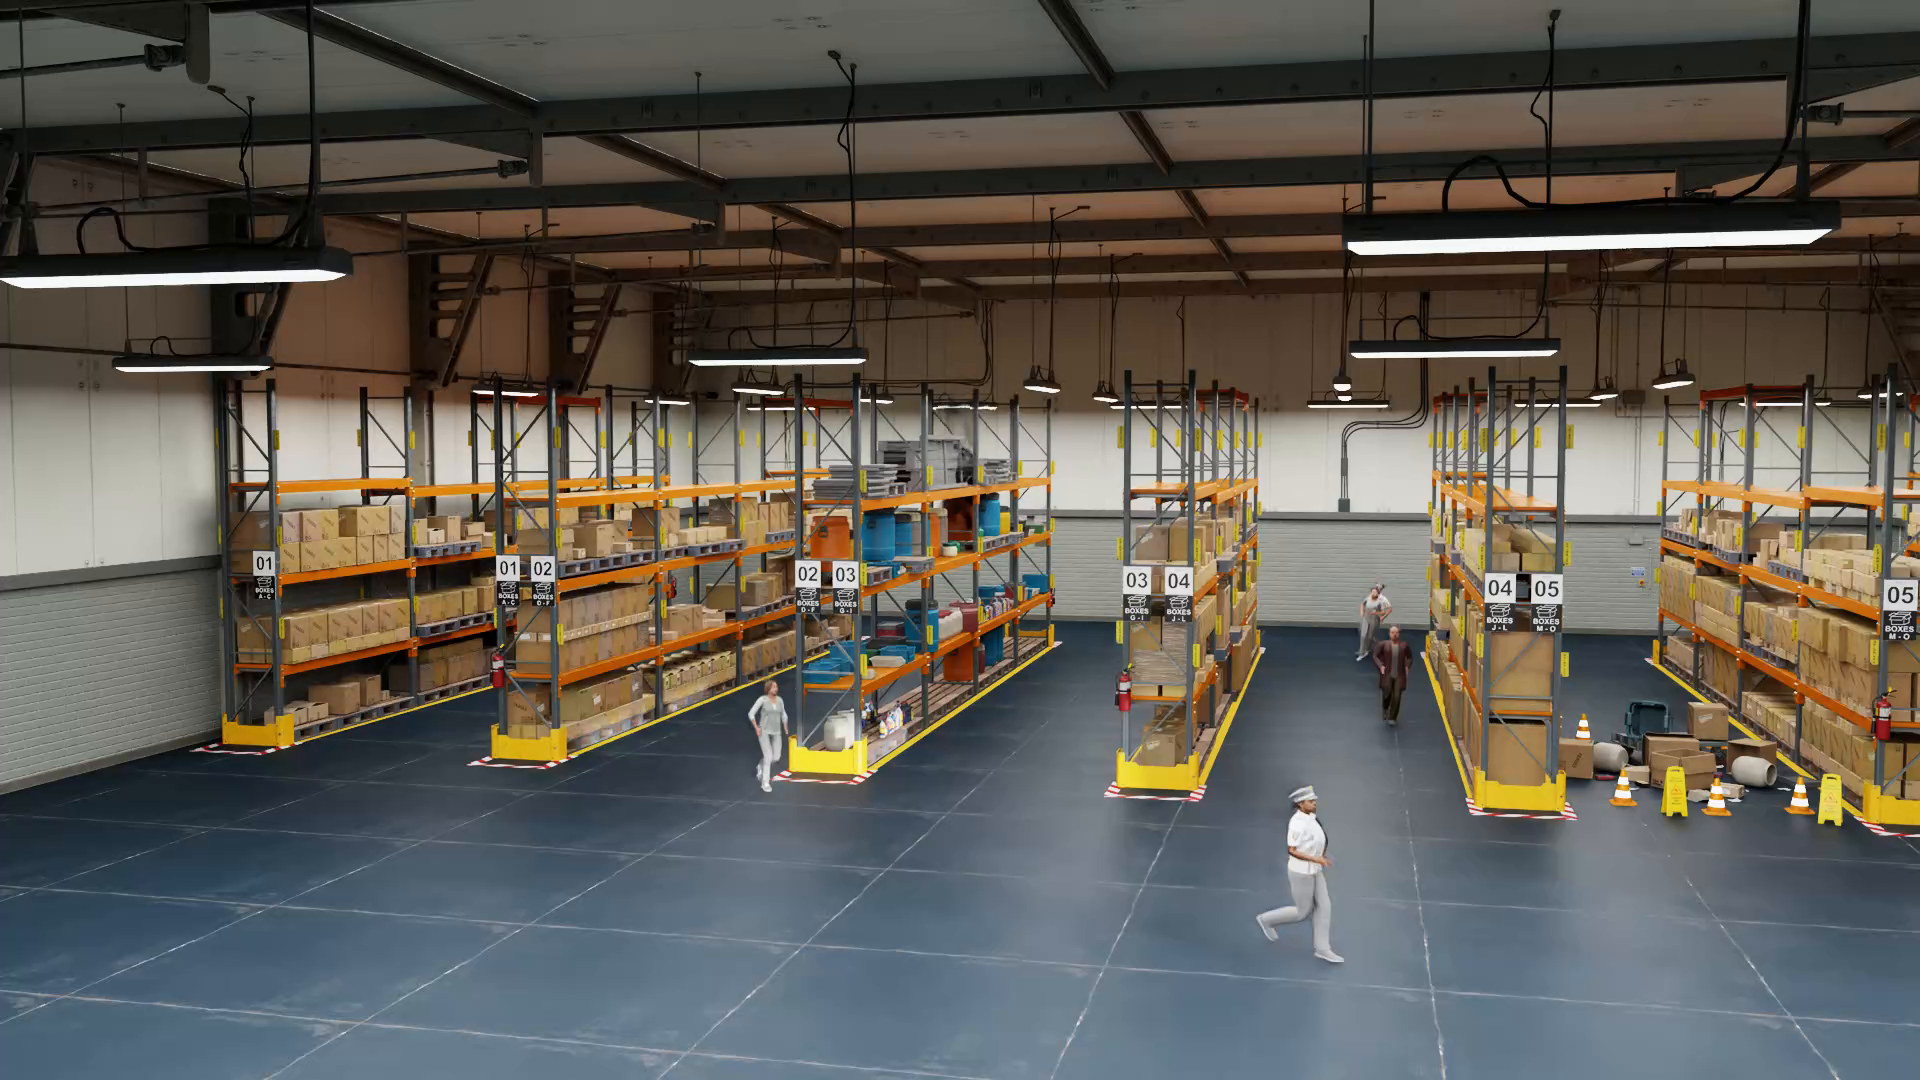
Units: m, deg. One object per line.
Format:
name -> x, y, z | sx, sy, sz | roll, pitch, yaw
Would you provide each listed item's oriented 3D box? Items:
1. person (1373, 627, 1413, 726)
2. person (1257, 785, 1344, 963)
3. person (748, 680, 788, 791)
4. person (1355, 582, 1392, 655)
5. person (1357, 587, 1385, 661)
person -> 7.605, 2.381, 29.195 | 0.694, 1.730, 0.632 | 1, 3, 9
person -> 3.309, 3.199, 16.066 | 0.851, 1.692, 0.579 | 2, 4, 32
person -> -2.747, 2.806, 23.960 | 0.586, 1.560, 0.511 | -2, 4, -30
person -> 9.601, 1.829, 38.696 | 0.731, 1.711, 0.740 | -2, 4, -33
person -> 9.427, 1.915, 37.985 | 0.578, 1.694, 0.868 | 1, 4, 23
